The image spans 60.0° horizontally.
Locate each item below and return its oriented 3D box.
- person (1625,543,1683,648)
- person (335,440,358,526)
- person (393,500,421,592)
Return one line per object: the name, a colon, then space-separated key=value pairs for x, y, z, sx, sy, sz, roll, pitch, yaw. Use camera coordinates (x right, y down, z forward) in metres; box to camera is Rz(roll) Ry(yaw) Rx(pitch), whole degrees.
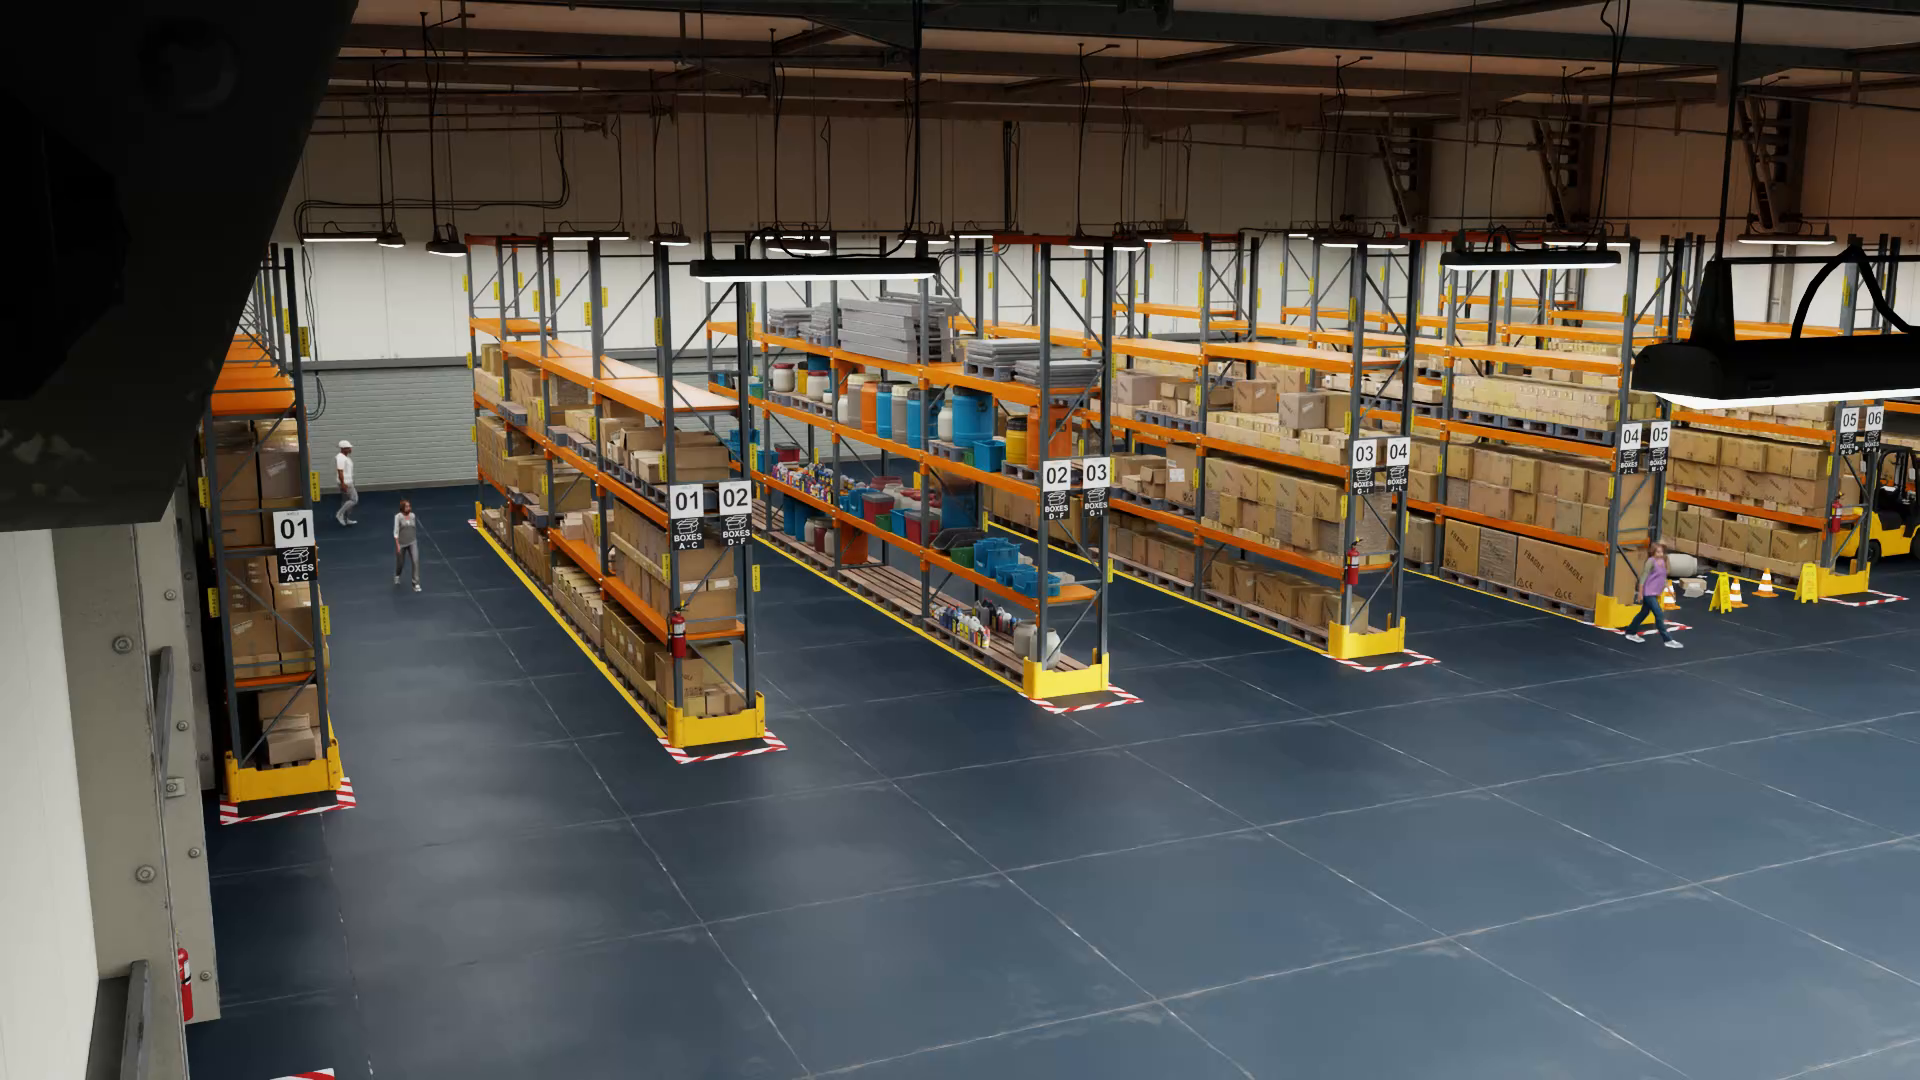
person: x=10.391 y=0.810 z=24.751 sx=0.436 sy=1.559 sz=0.911 roll=-10 pitch=15 yaw=-43
person: x=-12.778 y=-1.185 z=34.514 sx=0.478 sy=1.763 sz=0.602 roll=-5 pitch=12 yaw=-25
person: x=-9.543 y=0.067 z=28.595 sx=0.406 sy=1.553 sz=0.888 roll=-7 pitch=13 yaw=-32
